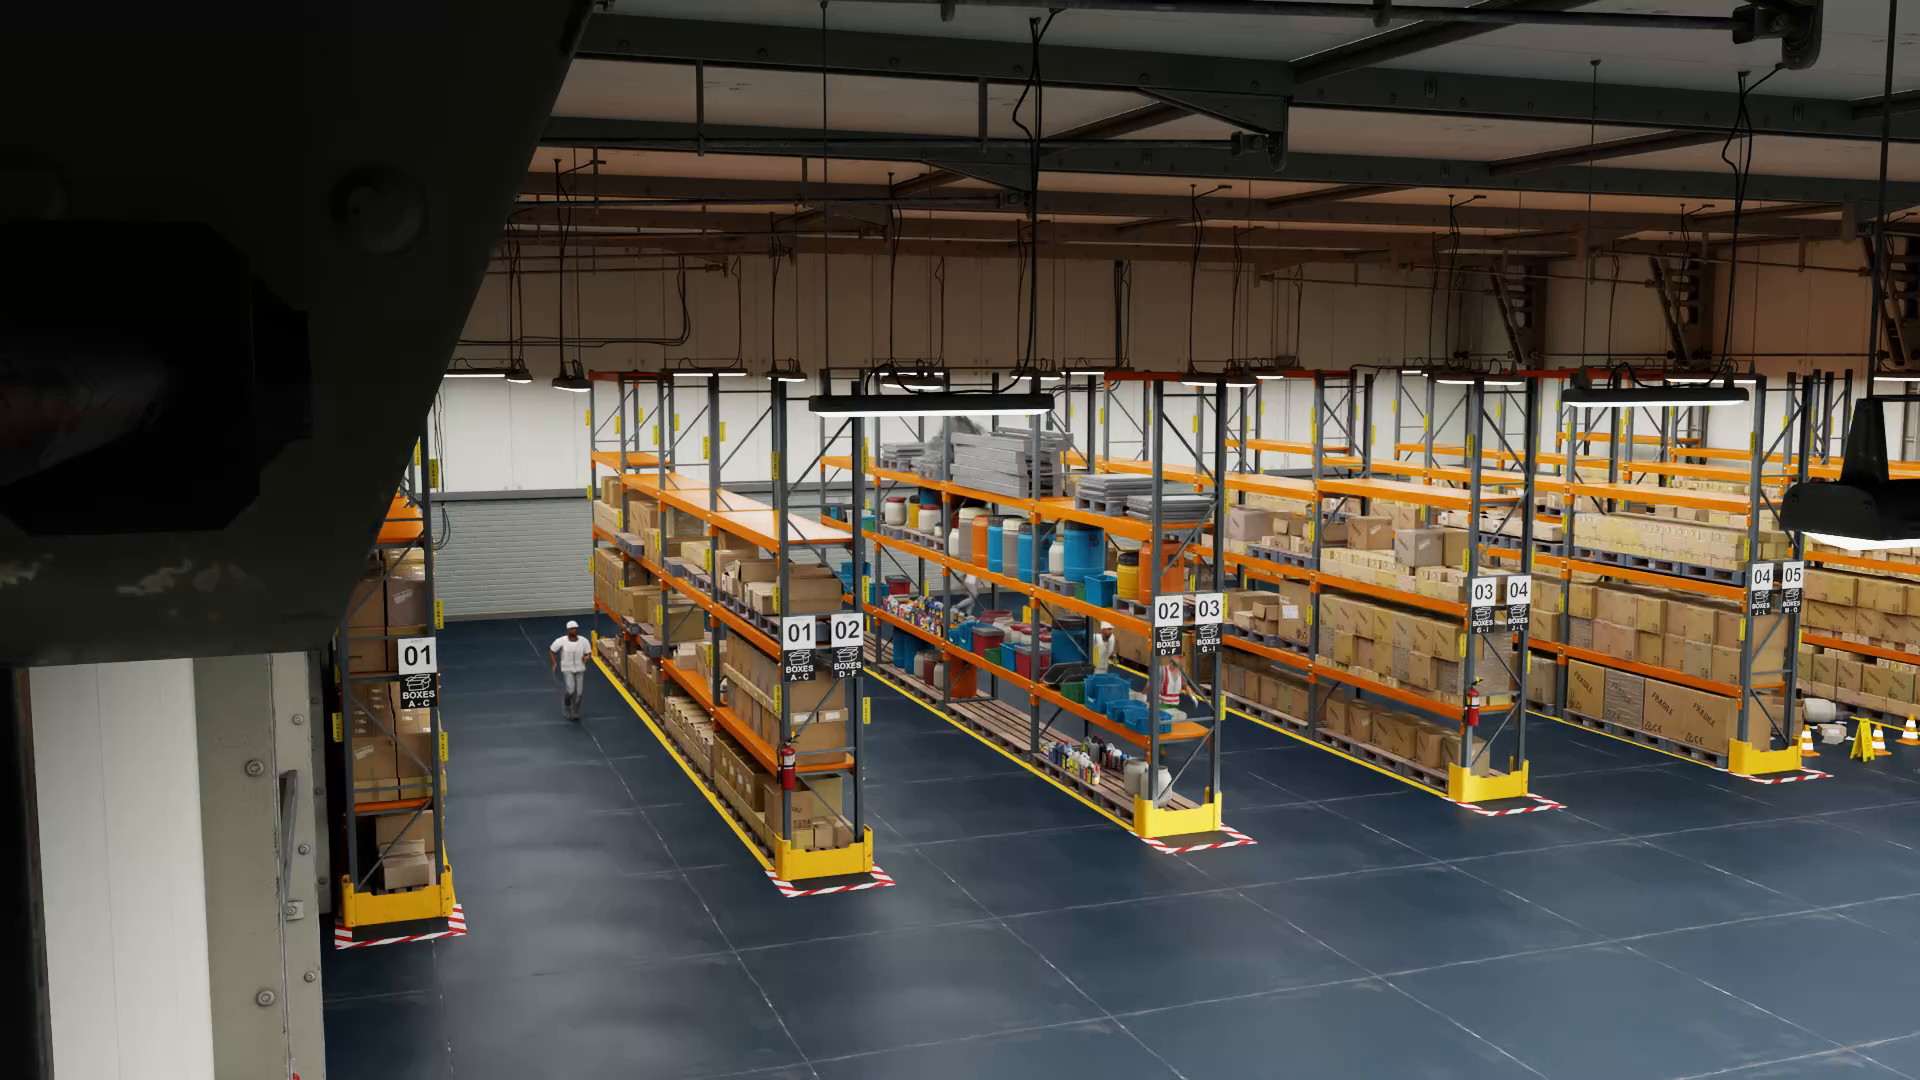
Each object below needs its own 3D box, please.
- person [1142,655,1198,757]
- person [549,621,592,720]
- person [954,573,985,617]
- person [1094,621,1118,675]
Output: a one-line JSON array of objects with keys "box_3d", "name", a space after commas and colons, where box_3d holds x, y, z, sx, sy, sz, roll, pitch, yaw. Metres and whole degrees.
[{"box_3d": [3.286, 2.557, 25.996, 0.680, 1.724, 0.771, -3, 7, -28], "name": "person"}, {"box_3d": [-6.679, 2.254, 28.682, 0.701, 1.721, 0.635, -3, 7, -25], "name": "person"}, {"box_3d": [0.217, 1.062, 40.004, 0.637, 1.678, 0.632, 2, 7, 19], "name": "person"}, {"box_3d": [2.429, 2.242, 29.212, 0.671, 1.707, 0.759, -6, 9, -44], "name": "person"}]
